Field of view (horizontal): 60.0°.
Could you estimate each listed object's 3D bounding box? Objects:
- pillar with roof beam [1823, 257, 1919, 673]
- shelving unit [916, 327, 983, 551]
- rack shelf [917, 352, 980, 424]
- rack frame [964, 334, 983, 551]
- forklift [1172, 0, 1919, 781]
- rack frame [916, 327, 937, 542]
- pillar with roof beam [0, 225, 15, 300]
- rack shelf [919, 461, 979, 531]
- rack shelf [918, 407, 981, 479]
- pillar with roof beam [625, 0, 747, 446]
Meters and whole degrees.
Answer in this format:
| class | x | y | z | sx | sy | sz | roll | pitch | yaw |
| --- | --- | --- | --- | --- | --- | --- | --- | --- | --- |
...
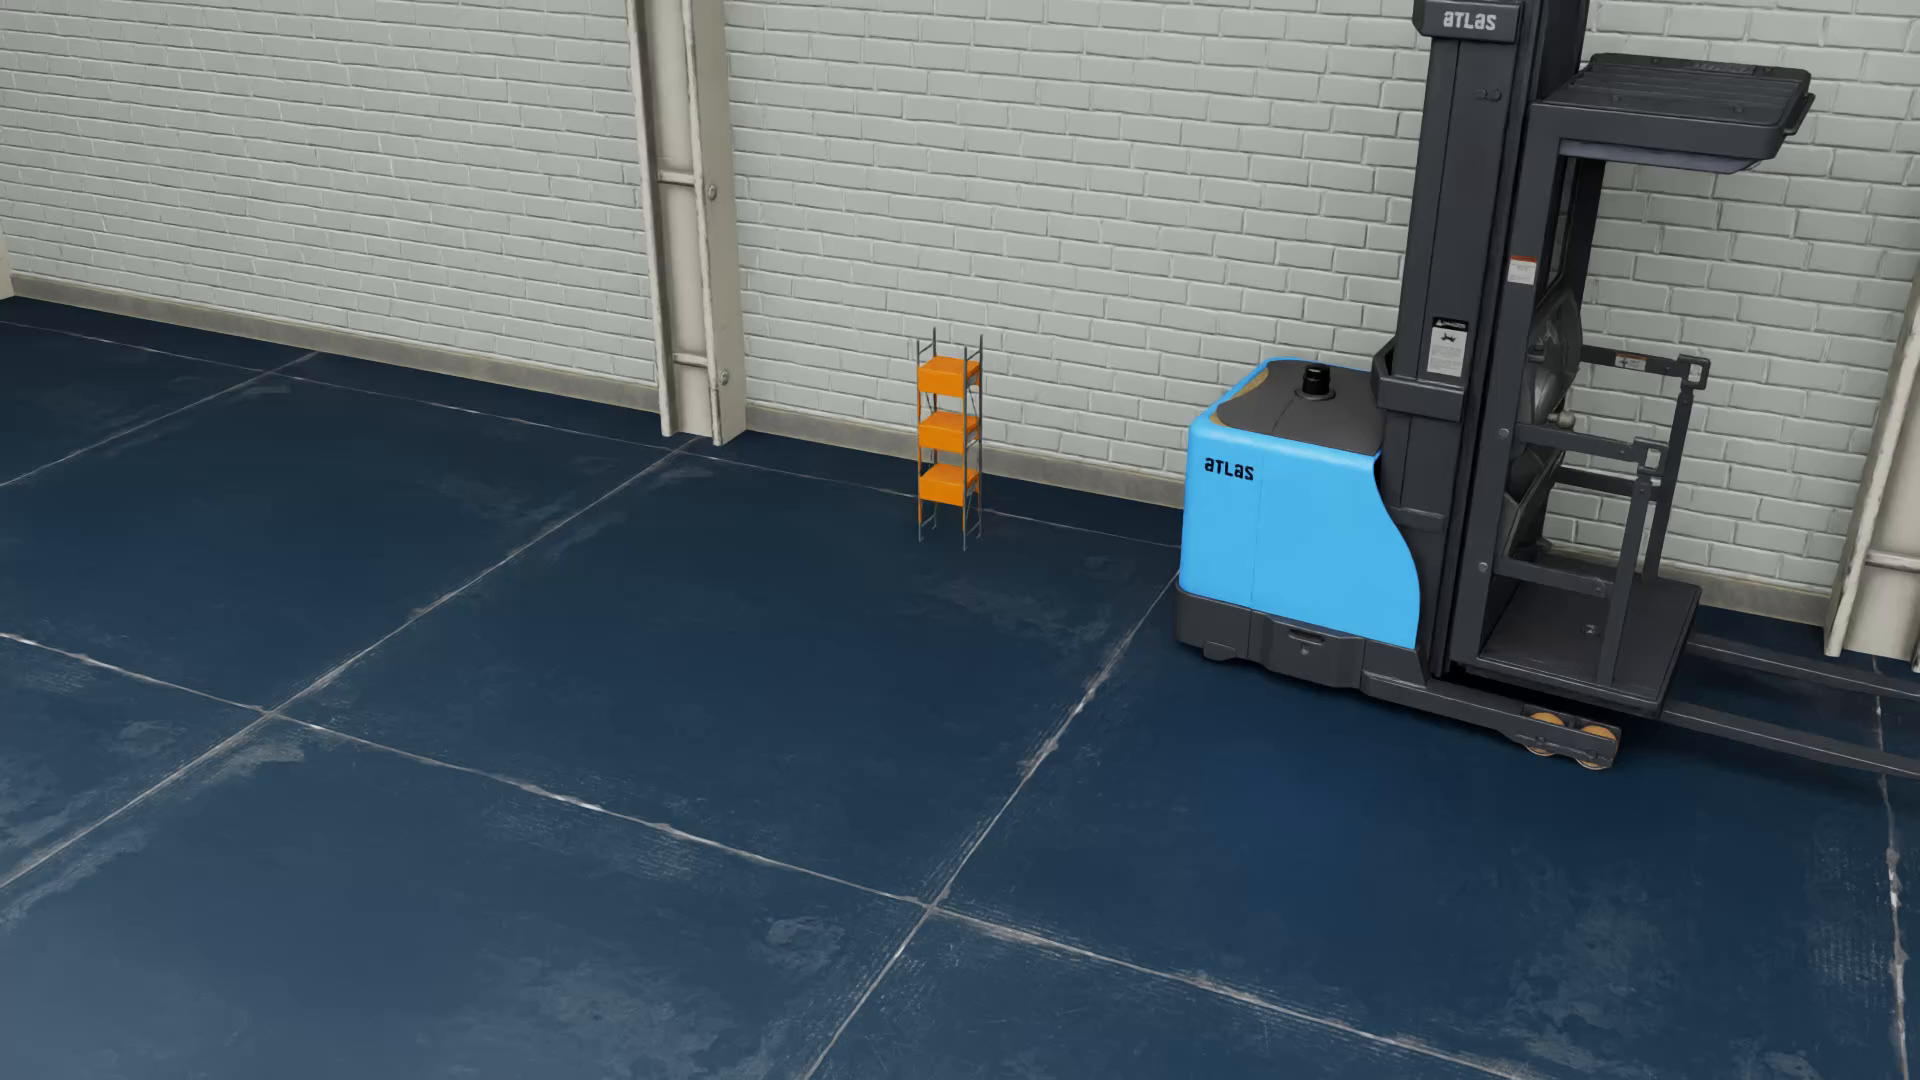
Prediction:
| class | x | y | z | sx | sy | sz | roll | pitch | yaw |
| --- | --- | --- | --- | --- | --- | --- | --- | --- | --- |
| pillar with roof beam | 2.224 | -1.833 | 1.784 | 0.400 | 9.000 | 9.100 | 11 | 28 | 22 |
| shelving unit | -0.049 | -0.481 | 8.038 | 0.252 | 1.050 | 0.215 | 11 | 28 | 22 |
| rack shelf | -0.049 | -0.726 | 7.917 | 0.240 | 0.259 | 0.215 | 11 | 28 | 22 |
| rack frame | 0.062 | -0.458 | 7.993 | 0.008 | 1.050 | 0.200 | 11 | 28 | 22 |
| forklift | 2.464 | -0.694 | 6.341 | 3.031 | 2.935 | 1.130 | 14 | 30 | 26 |
| rack frame | -0.160 | -0.503 | 8.083 | 0.008 | 1.050 | 0.200 | 11 | 28 | 22 |
| pillar with roof beam | -8.700 | -4.027 | 6.241 | 0.400 | 9.000 | 9.100 | 11 | 28 | 22 |
| rack shelf | -0.049 | -0.222 | 8.165 | 0.240 | 0.259 | 0.215 | 11 | 28 | 22 |
| rack shelf | -0.049 | -0.471 | 8.043 | 0.240 | 0.259 | 0.215 | 11 | 28 | 22 |
| pillar with roof beam | -3.238 | -2.930 | 4.013 | 0.400 | 9.000 | 9.100 | 11 | 28 | 22 |
